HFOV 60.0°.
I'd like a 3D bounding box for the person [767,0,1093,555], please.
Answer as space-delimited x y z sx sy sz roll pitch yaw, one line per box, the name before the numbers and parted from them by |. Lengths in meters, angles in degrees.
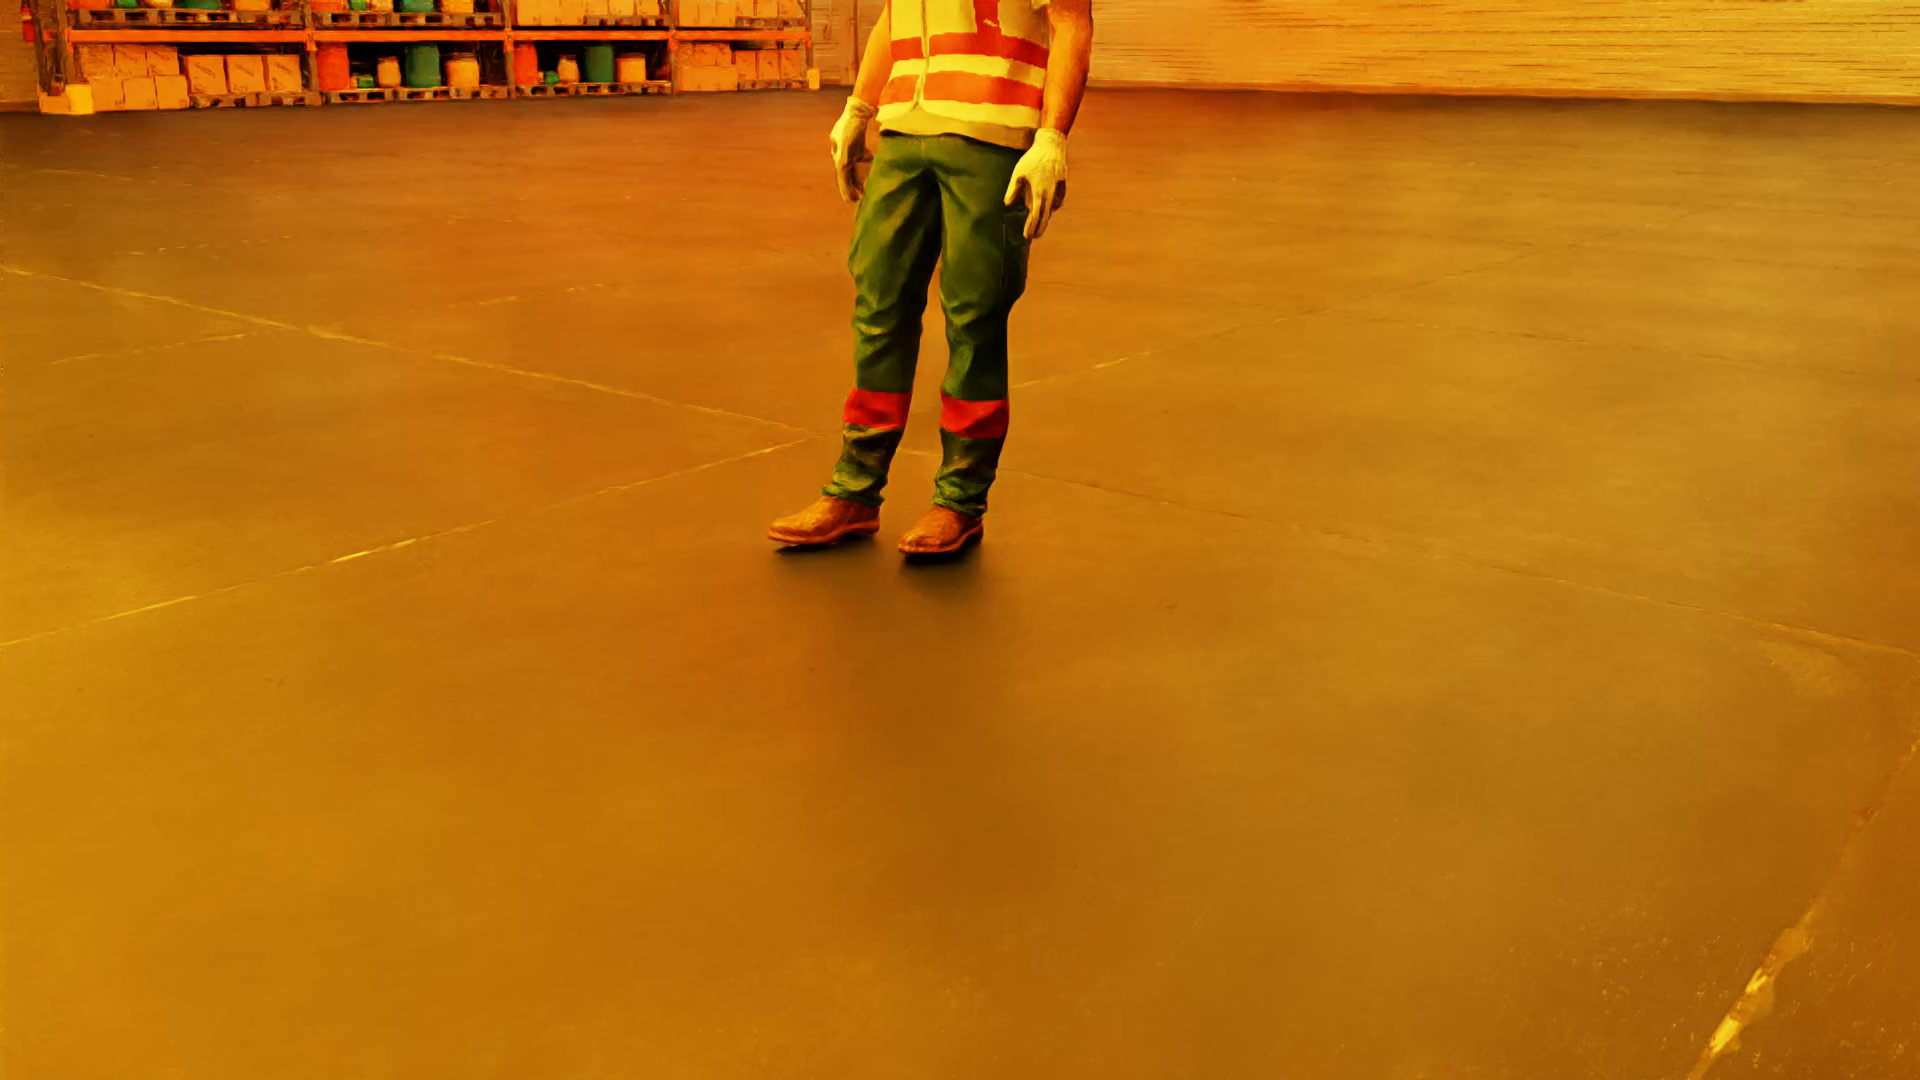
person | -0.060 -0.847 3.627 0.637 1.787 0.563 13 21 37
